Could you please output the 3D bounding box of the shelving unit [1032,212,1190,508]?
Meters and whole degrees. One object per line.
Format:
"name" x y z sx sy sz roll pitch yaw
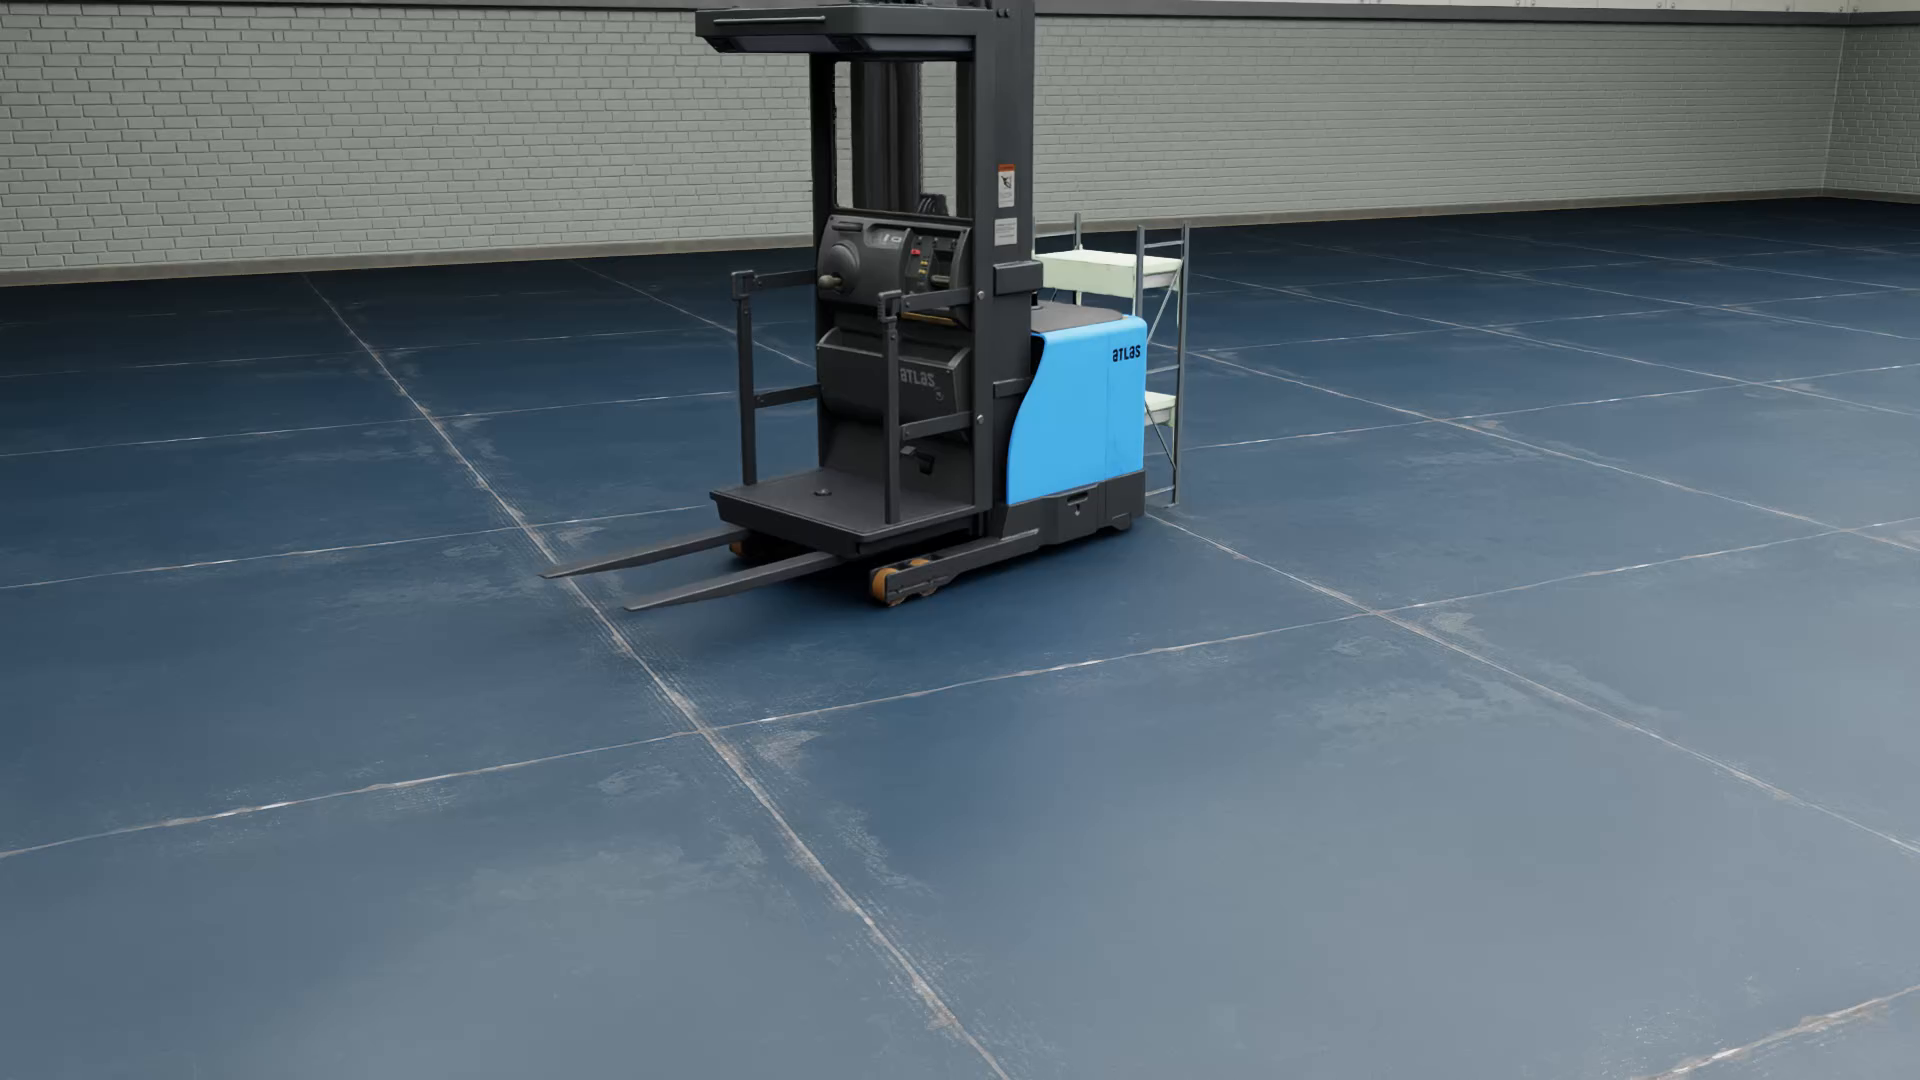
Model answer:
"shelving unit" 0.766 -0.945 8.822 0.755 1.500 0.431 15 22 43

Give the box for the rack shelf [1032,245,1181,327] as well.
"rack shelf" 0.766 -1.320 8.715 0.720 0.370 0.431 15 22 43

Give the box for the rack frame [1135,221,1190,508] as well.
"rack frame" 1.025 -0.873 8.574 0.023 1.500 0.400 15 22 43

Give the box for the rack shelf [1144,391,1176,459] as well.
"rack shelf" 0.765 -0.631 8.912 0.720 0.370 0.431 15 22 43

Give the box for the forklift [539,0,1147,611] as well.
"forklift" -0.457 -1.282 7.405 1.130 2.935 3.031 15 22 43

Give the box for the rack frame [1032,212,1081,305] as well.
"rack frame" 0.506 -1.016 9.070 0.023 1.500 0.400 15 22 43
